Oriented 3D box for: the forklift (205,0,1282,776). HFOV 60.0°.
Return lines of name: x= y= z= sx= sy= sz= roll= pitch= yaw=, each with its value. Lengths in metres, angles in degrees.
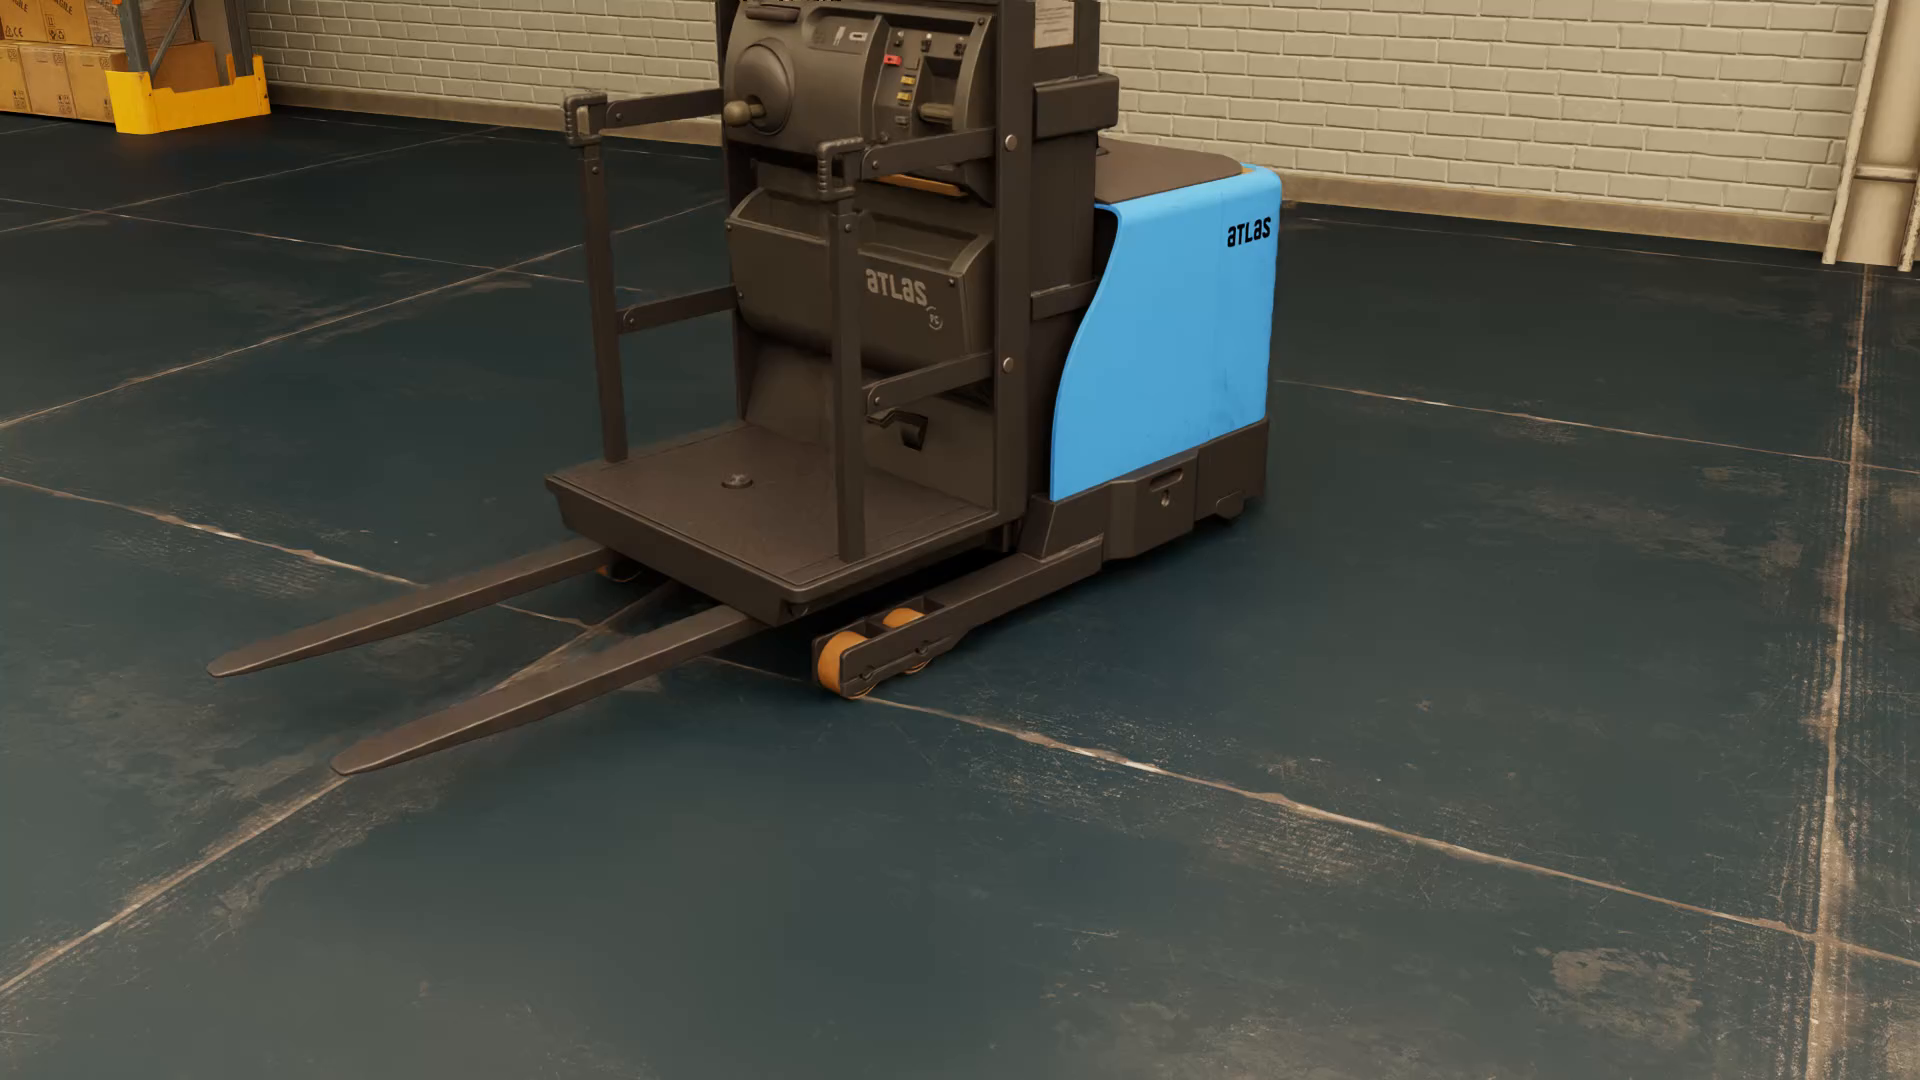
forklift: x=-0.428 y=-1.180 z=4.094 sx=1.130 sy=2.935 sz=3.031 roll=21 pitch=31 yaw=40
